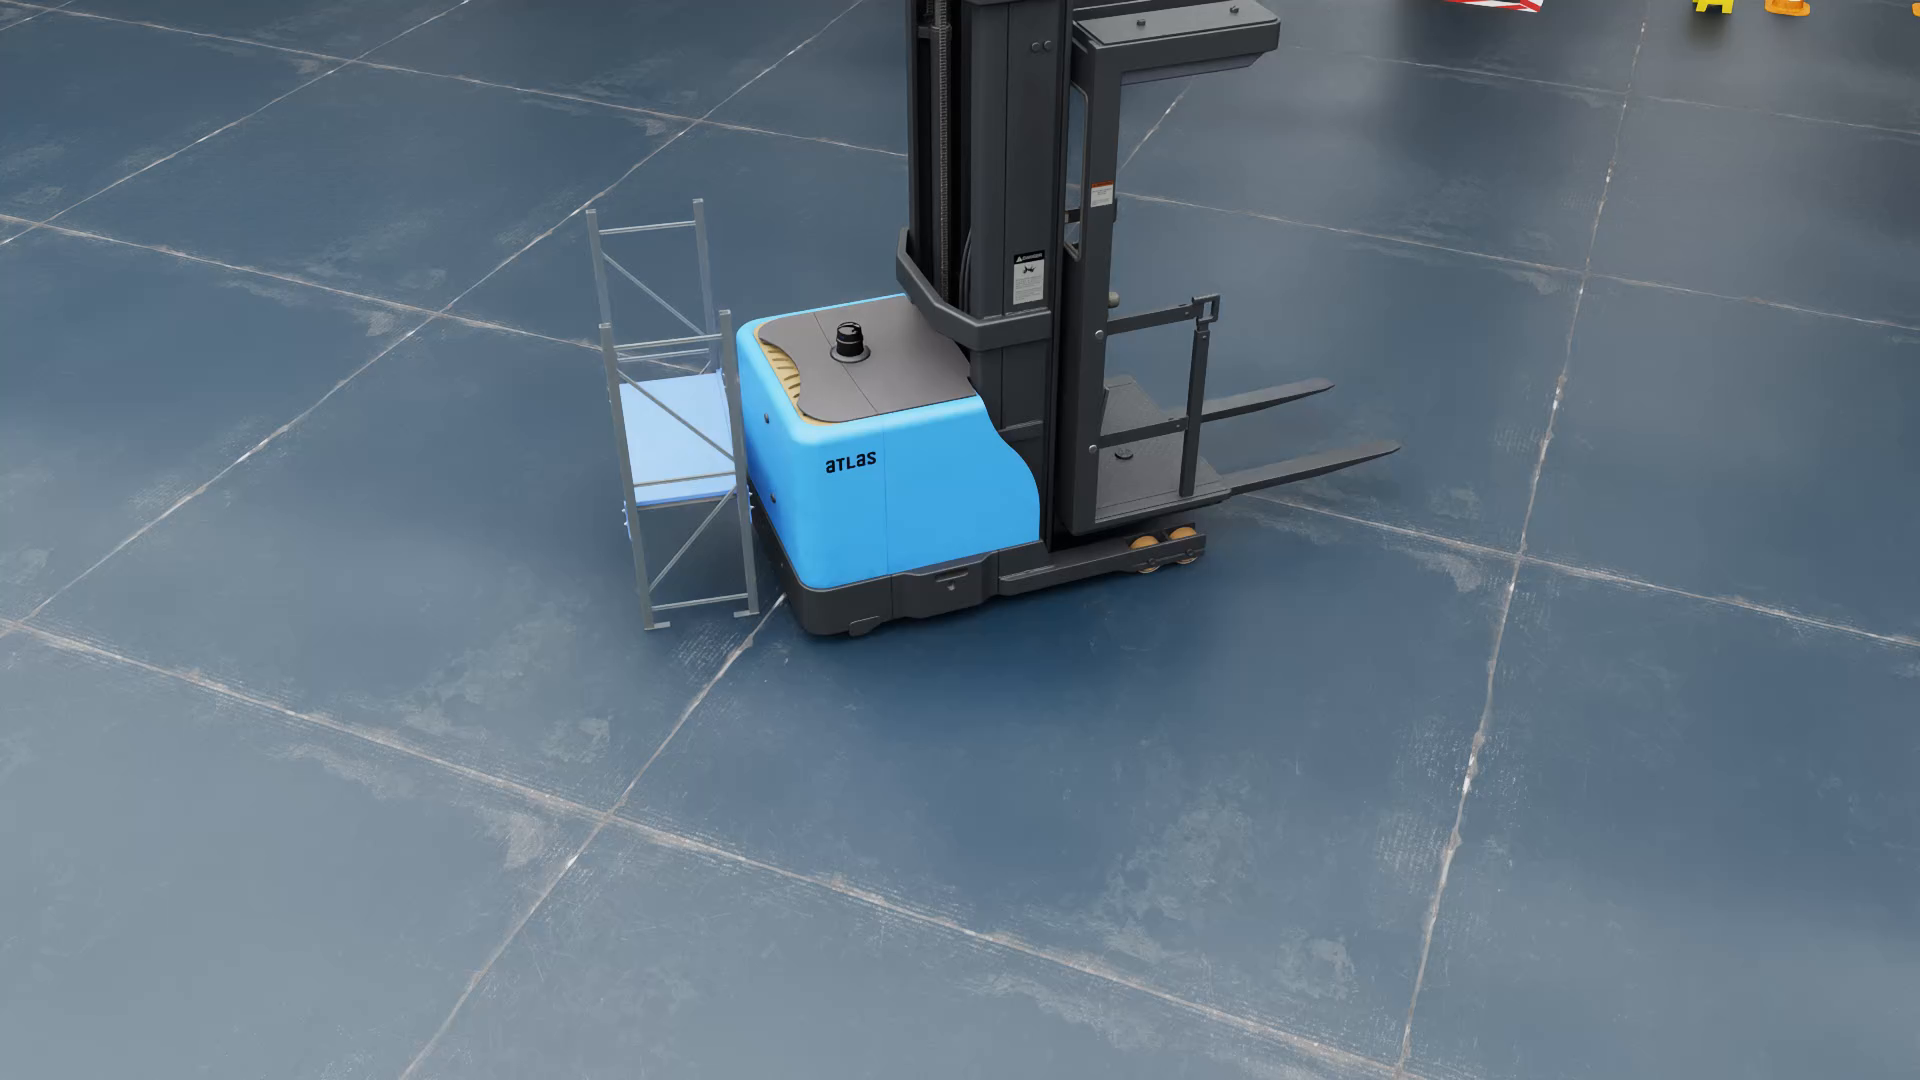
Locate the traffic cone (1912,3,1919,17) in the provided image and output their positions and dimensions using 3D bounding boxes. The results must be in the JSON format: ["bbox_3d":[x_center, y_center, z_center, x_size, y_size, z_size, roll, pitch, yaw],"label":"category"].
[{"bbox_3d":[7.893,-4.454,13.322,0.336,0.463,0.334,14,39,18],"label":"traffic cone"}]

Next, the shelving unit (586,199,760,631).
[{"bbox_3d":[-1.244,-0.545,7.225,0.538,1.500,1.048,-8,38,-10],"label":"shelving unit"}]

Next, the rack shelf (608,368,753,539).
[{"bbox_3d":[-1.244,-0.401,7.333,0.538,0.185,1.000,-8,38,-10],"label":"rack shelf"}]

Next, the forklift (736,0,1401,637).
[{"bbox_3d":[0.585,-1.307,7.051,3.031,2.935,1.130,-13,39,-17],"label":"forklift"}]

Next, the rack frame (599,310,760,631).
[{"bbox_3d":[-1.130,-0.248,6.828,0.500,1.500,0.032,-8,38,-10],"label":"rack frame"}]

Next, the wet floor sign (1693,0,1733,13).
[{"bbox_3d":[6.127,-4.599,13.364,0.267,0.644,0.232,7,37,10],"label":"wet floor sign"}]

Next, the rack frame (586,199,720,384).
[{"bbox_3d":[-1.359,-0.841,7.622,0.500,1.500,0.032,-8,38,-10],"label":"rack frame"}]

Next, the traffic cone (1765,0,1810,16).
[{"bbox_3d":[6.737,-4.518,13.408,0.336,0.463,0.334,14,39,18],"label":"traffic cone"}]
